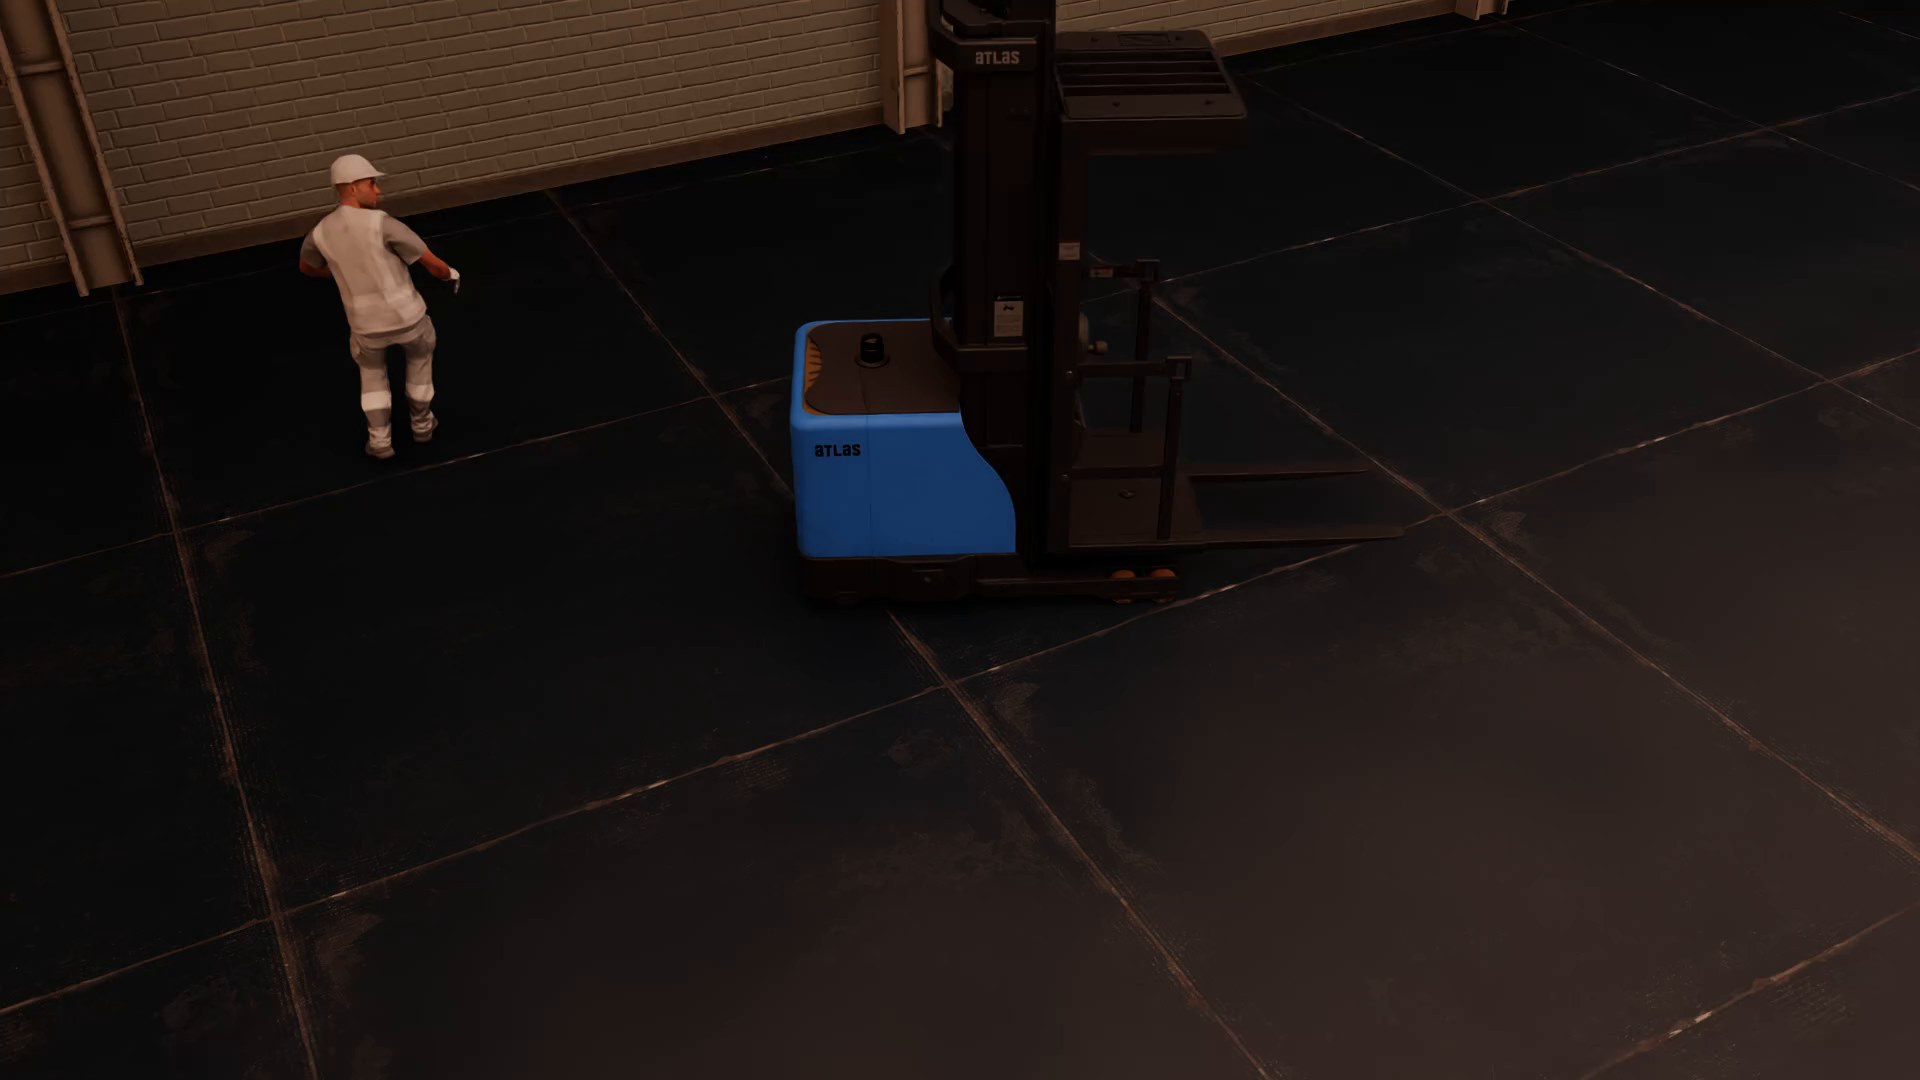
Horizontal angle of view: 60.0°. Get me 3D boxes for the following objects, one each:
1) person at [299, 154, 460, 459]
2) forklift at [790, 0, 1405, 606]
[{"bbox_3d":[-3.110,-1.280,9.018,0.802,1.706,0.703,-4,35,-6],"label":"person"},{"bbox_3d":[0.696,-1.189,7.805,3.031,2.935,1.130,-2,35,-2],"label":"forklift"}]
